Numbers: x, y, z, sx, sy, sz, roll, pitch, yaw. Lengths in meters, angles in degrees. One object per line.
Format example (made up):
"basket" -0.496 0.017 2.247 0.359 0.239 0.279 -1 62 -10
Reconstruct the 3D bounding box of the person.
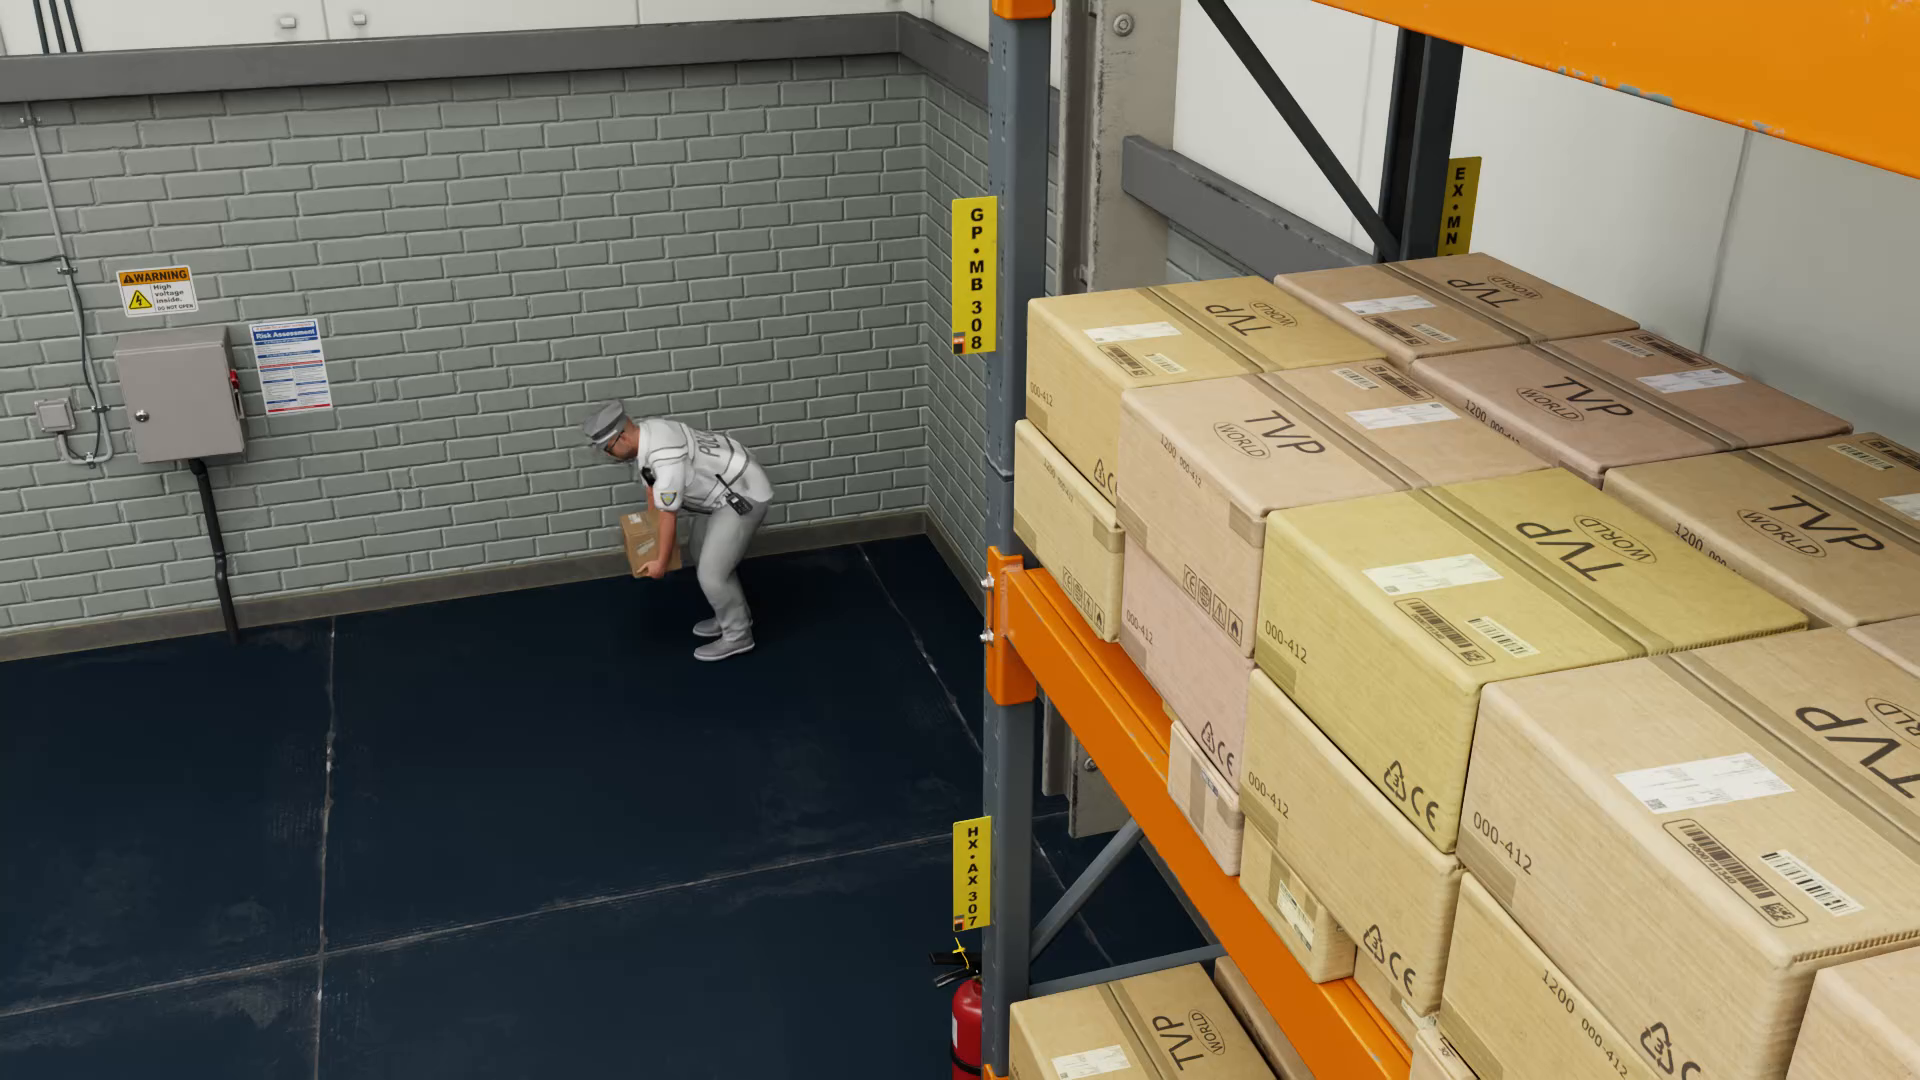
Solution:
"person" -1.427 -0.064 8.594 0.931 1.442 0.490 -9 28 -18
